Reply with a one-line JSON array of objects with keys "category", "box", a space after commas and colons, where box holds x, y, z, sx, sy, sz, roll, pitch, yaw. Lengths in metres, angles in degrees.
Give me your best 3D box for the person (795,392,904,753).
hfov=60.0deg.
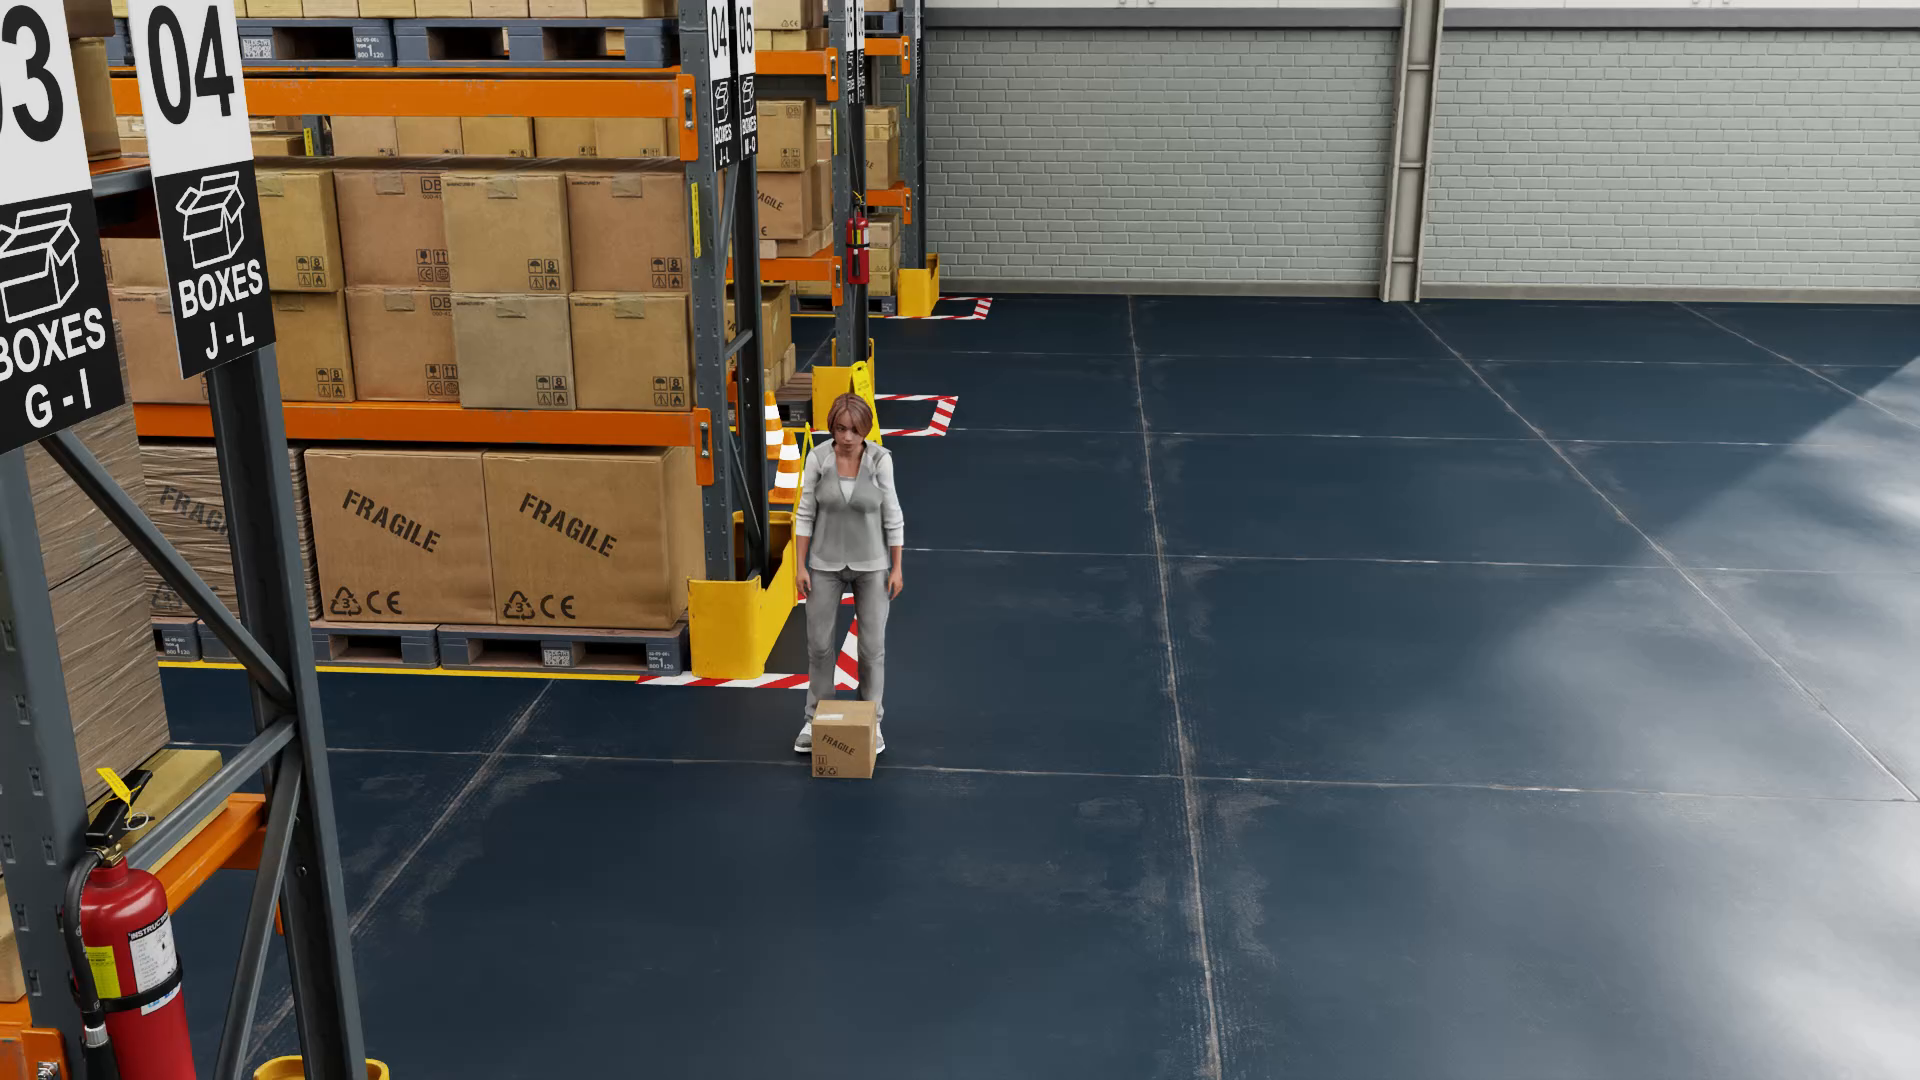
[{"category": "person", "box": [-0.481, 0.138, 7.140, 0.485, 1.593, 0.344, 0, 18, 1]}]
